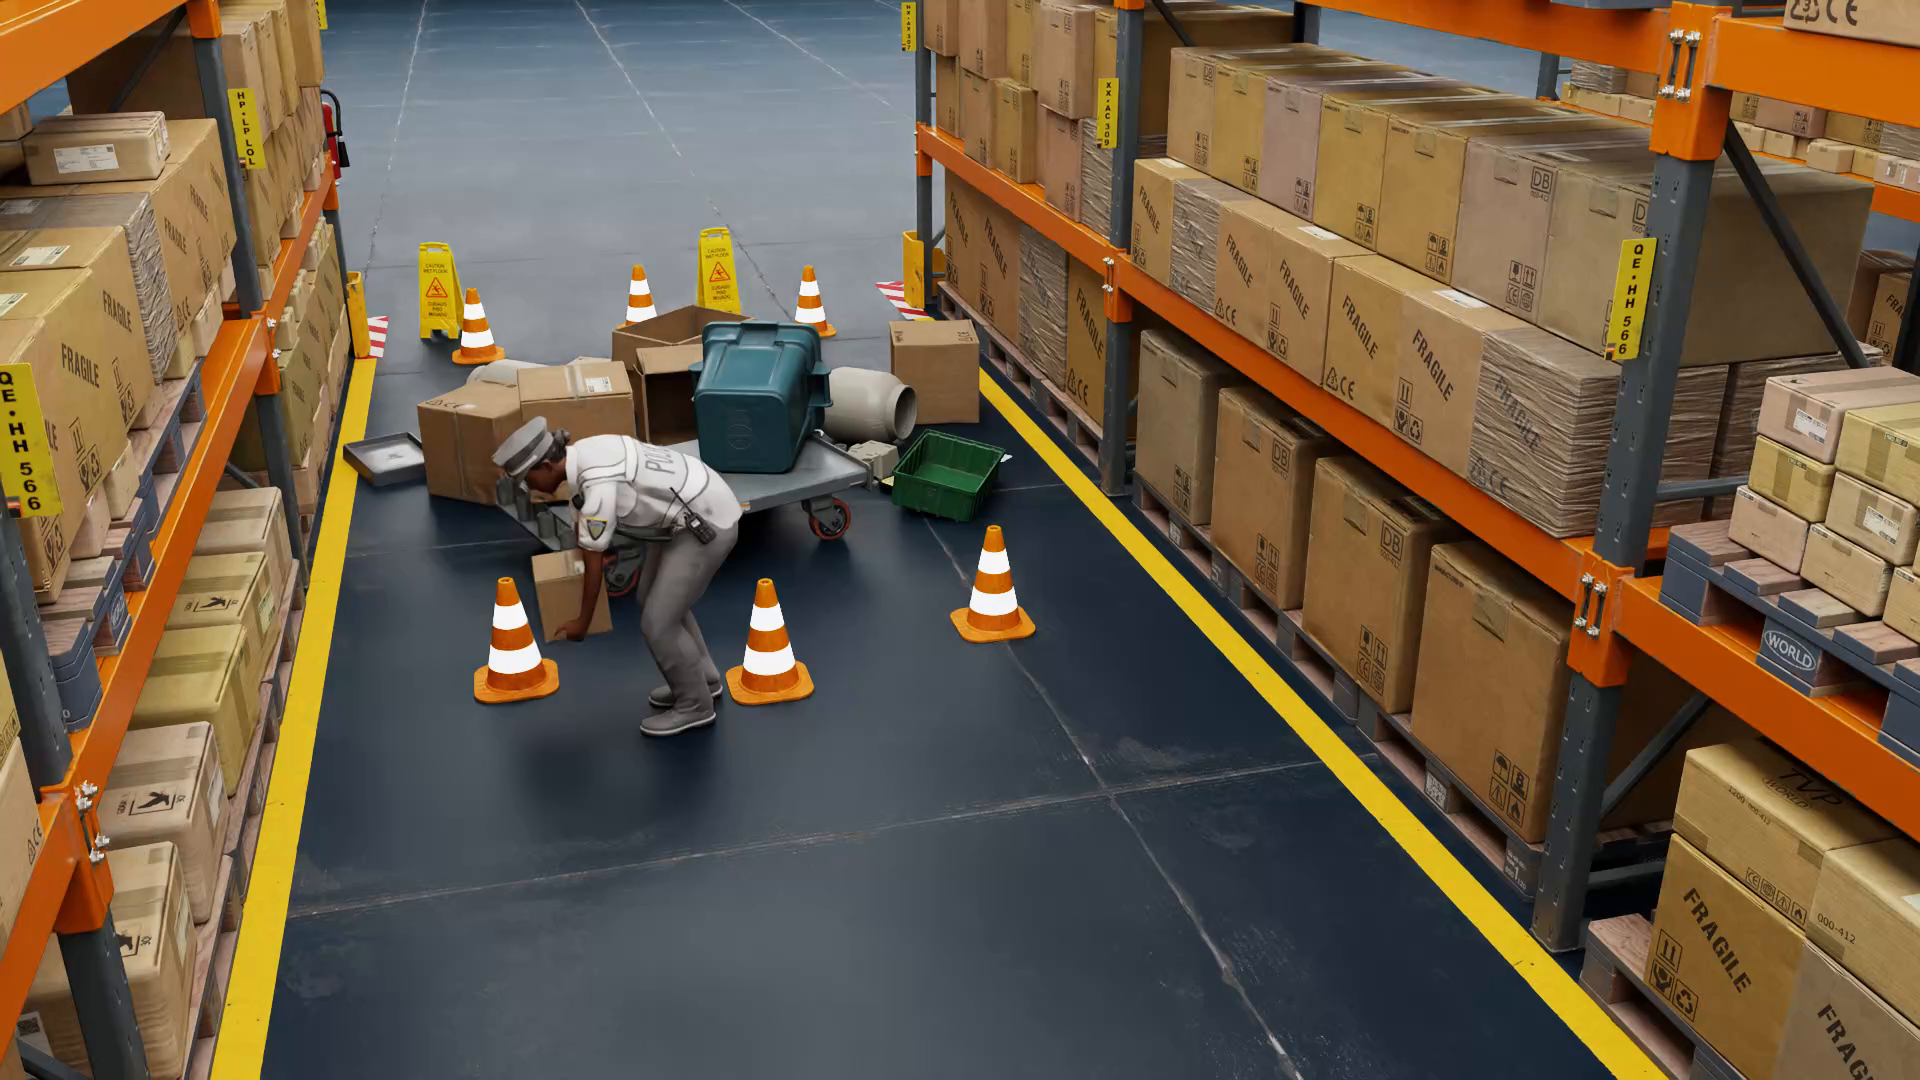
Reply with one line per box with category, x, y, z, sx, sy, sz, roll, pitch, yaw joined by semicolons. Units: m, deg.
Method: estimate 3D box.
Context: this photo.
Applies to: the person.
person;-1.264;0.123;6.298;0.891;1.284;0.422;-7;24;-16
